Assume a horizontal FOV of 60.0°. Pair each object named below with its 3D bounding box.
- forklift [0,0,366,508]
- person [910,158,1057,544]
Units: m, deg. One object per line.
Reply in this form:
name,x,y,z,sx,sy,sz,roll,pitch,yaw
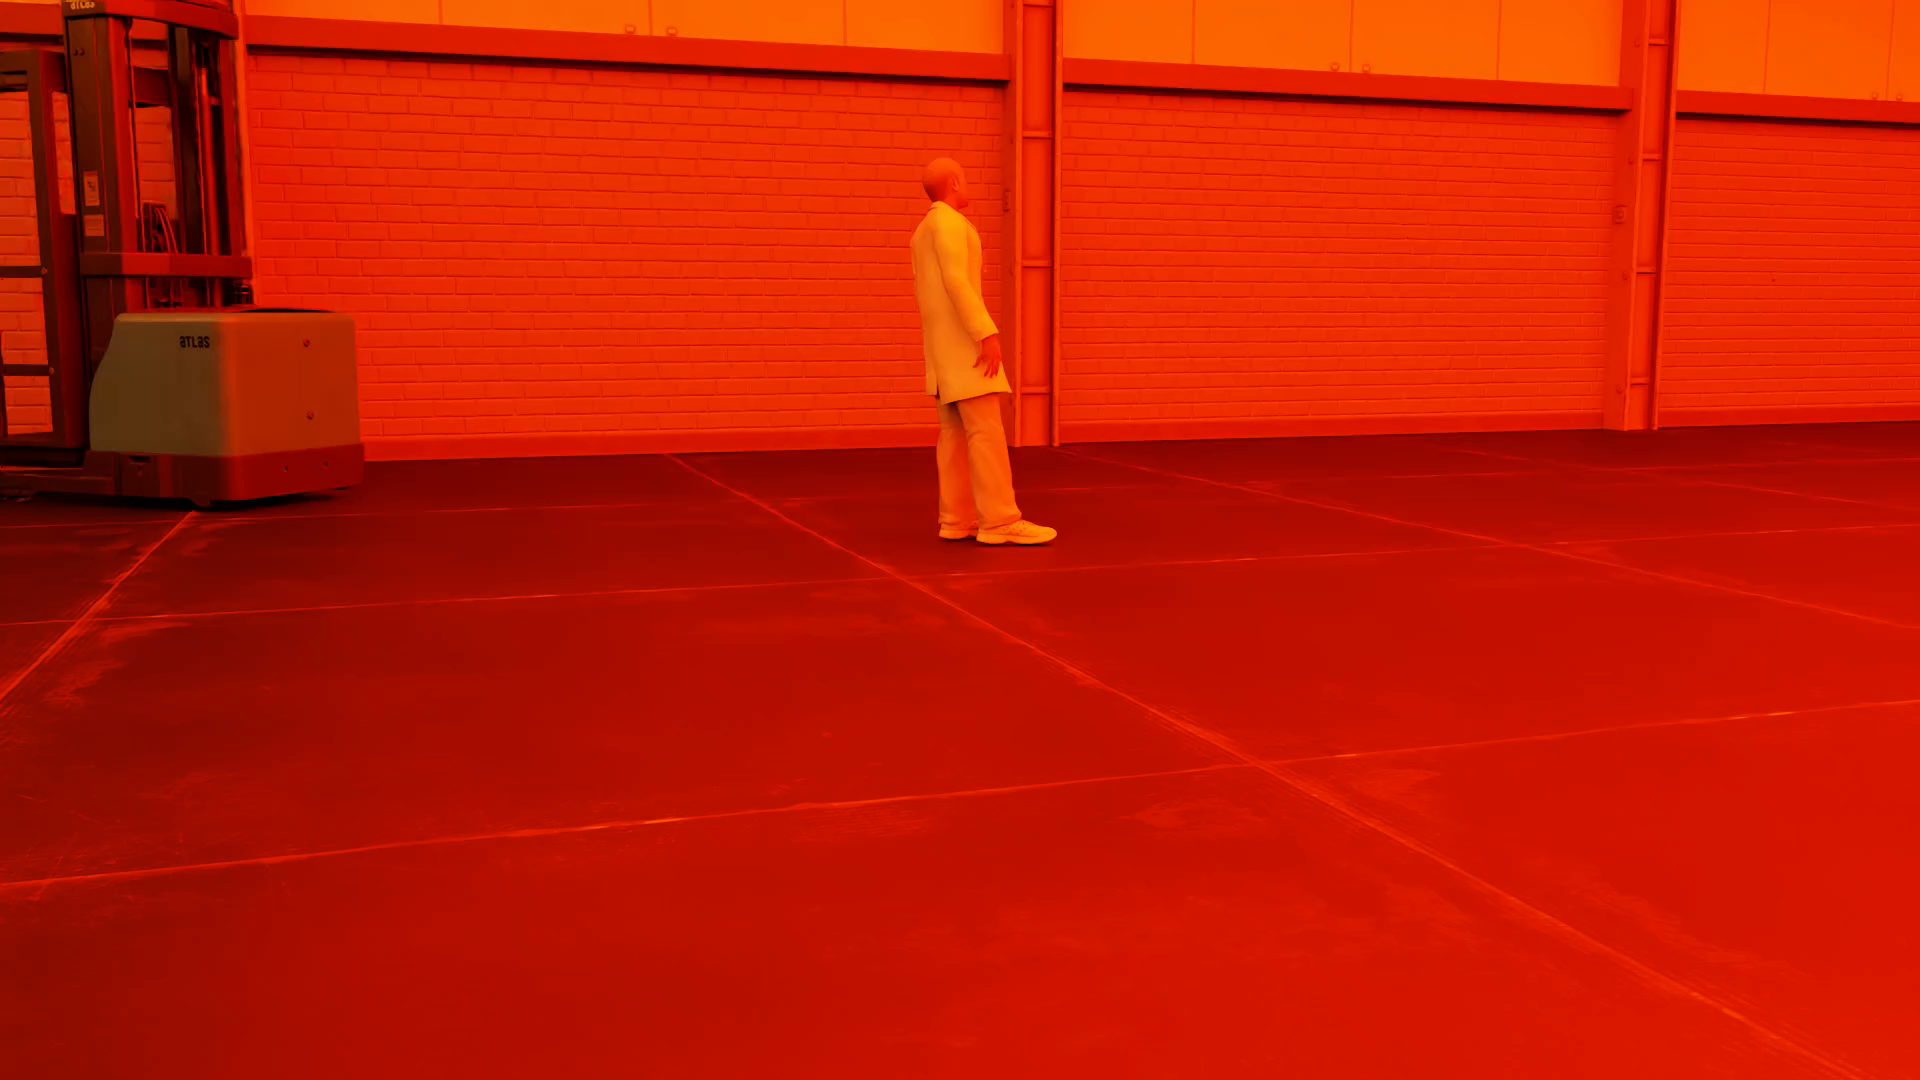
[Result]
forklift,-5.079,-1.731,9.777,3.031,2.935,1.130,3,8,22
person,0.087,-0.891,7.827,0.581,1.776,0.696,-3,8,-18
